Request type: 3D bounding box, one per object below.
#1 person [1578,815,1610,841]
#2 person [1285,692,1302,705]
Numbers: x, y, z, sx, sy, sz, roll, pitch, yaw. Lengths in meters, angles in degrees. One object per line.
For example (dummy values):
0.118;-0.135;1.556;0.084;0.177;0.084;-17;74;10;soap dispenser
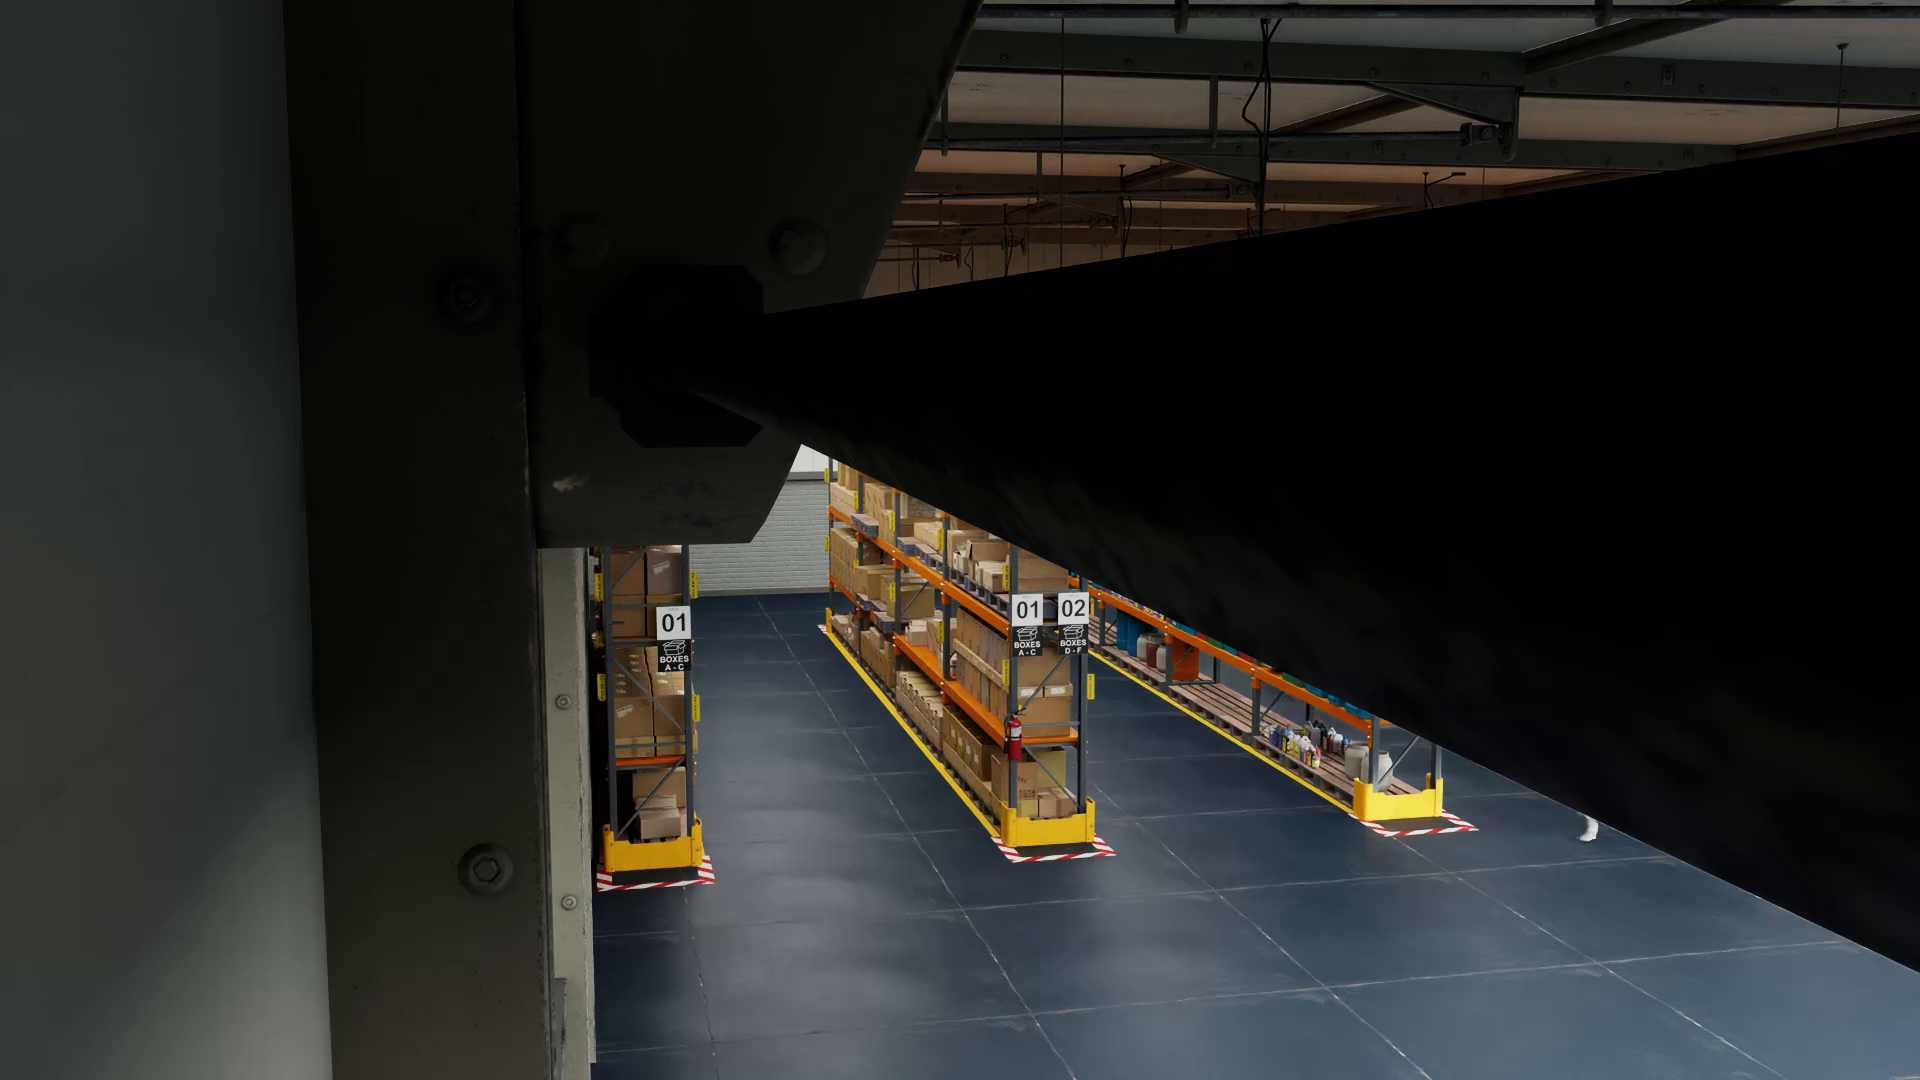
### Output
8.285;2.939;21.314;0.503;1.741;0.972;4;8;28;person
6.022;2.005;29.473;0.500;1.812;0.880;-1;7;-11;person
